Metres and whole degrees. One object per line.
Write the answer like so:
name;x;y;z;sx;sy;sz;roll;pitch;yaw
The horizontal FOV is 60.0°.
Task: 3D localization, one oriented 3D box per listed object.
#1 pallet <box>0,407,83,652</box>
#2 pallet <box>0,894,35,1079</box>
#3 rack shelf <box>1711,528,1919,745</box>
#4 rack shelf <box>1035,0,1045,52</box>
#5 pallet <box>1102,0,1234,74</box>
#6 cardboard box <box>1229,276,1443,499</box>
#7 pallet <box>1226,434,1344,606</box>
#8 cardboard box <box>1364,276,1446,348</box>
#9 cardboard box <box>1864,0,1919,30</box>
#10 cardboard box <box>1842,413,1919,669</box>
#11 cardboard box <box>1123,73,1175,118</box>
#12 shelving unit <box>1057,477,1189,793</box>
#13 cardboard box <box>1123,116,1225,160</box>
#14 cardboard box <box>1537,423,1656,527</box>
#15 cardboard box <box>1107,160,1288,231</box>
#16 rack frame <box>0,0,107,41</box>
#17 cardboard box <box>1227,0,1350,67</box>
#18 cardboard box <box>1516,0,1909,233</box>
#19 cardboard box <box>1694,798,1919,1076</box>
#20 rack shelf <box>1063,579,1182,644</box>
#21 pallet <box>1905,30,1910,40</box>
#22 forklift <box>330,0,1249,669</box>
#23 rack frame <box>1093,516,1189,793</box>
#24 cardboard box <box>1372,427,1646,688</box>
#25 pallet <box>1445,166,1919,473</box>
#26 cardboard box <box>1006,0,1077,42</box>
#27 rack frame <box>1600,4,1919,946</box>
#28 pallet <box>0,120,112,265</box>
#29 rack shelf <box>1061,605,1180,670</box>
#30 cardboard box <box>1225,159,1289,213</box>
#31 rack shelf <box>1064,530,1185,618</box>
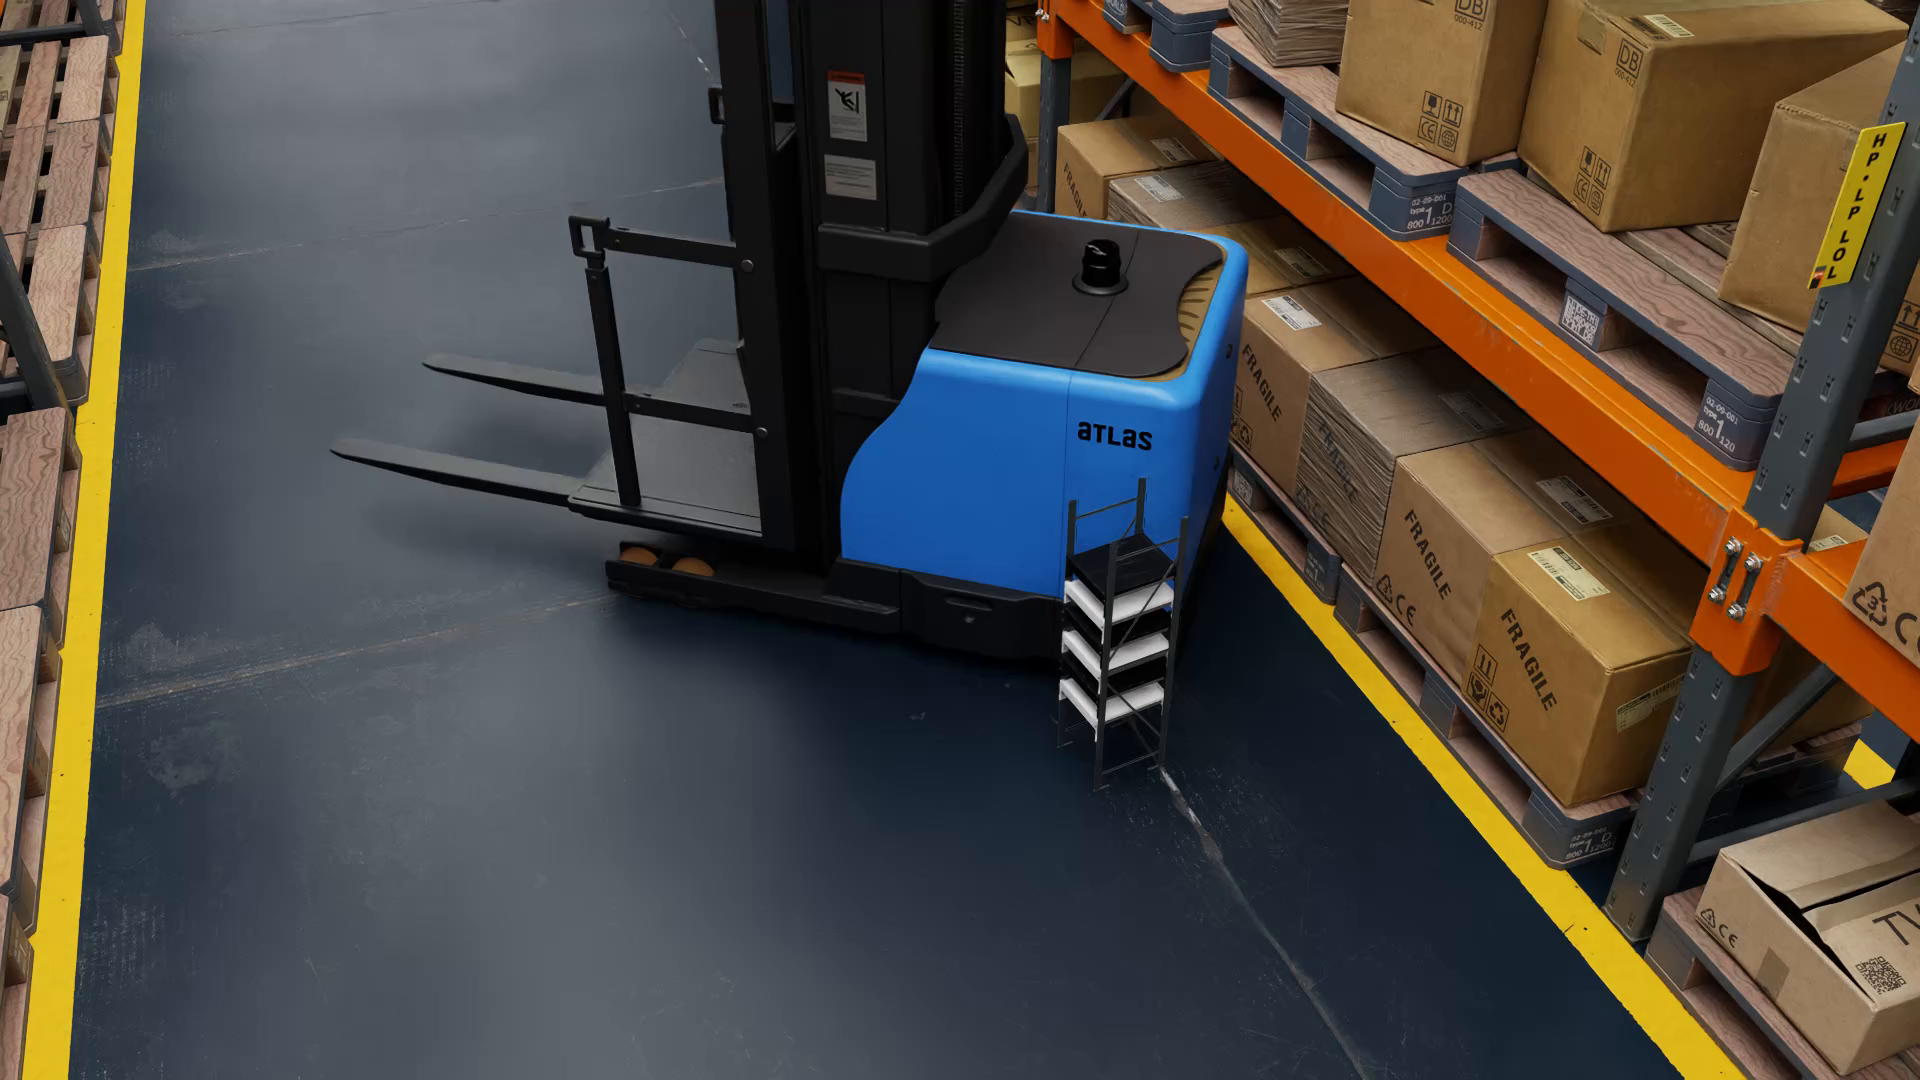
pallet;-3.518;0.037;5.525;1.003;0.211;1.213;-12;39;-16
pallet;-2.678;1.415;3.695;1.003;0.211;1.213;-12;39;-16
rack shelf;2.889;1.140;2.341;1.077;0.370;4.000;-12;39;-16
rack shelf;0.136;-3.379;8.341;1.077;0.370;4.000;-12;39;-16
pallet;1.123;-2.092;6.194;1.213;0.211;1.003;-12;39;-16
cardboard box;1.250;-0.525;5.666;0.500;0.500;0.500;-14;39;-17
pallet;1.461;-0.305;5.980;1.003;0.211;1.213;-12;39;-16
cardboard box;1.730;-0.647;5.828;0.500;0.500;0.500;-14;39;-18
cardboard box;5.177;-3.138;9.135;0.700;0.500;0.500;-12;39;-15
cardboard box;2.120;0.027;3.138;0.500;0.500;0.500;-11;38;-15
cardboard box;0.919;-2.187;7.631;0.500;0.311;0.500;-11;38;-14
shelving unit;0.442;0.278;4.632;0.258;0.900;0.210;-18;40;-22
cardboard box;0.919;-1.963;7.799;0.500;0.250;0.500;-13;39;-16
cardboard box;2.069;-0.077;5.071;0.500;0.500;0.500;-12;39;-15
cardboard box;0.898;-1.103;6.434;0.500;0.500;0.500;-14;39;-18
rack frame;-5.205;-3.773;8.266;1.000;3.000;0.127;-12;39;-16
cardboard box;1.282;-1.856;5.289;0.700;0.500;0.500;-6;37;-7
cardboard box;1.951;-1.174;4.384;0.700;0.500;0.500;-7;37;-9
cardboard box;2.142;0.903;3.927;0.500;0.311;0.500;-12;39;-16
rack shelf;0.442;0.161;4.544;0.258;0.077;0.200;-18;40;-22
pallet;5.206;-2.893;9.415;1.003;0.211;1.213;-12;39;-16
forklift;-0.655;-1.240;4.960;3.031;2.935;1.130;10;38;13
rack frame;0.490;0.332;4.561;0.240;0.900;0.006;-18;40;-22
cardboard box;1.599;0.045;4.909;0.500;0.500;0.500;-12;39;-16
pallet;2.028;-0.675;4.312;1.003;0.211;1.213;-12;39;-16
cardboard box;0.227;-2.367;7.870;0.500;0.311;0.500;-13;39;-17
rack frame;2.200;-0.277;3.625;1.000;3.000;0.127;-12;39;-16
pallet;-4.474;-1.533;7.610;1.003;0.211;1.213;-12;39;-16
rack shelf;0.442;0.233;4.598;0.258;0.077;0.200;-18;40;-22
cardboard box;1.366;-1.234;6.608;0.500;0.500;0.500;-11;38;-14
rack shelf;0.442;0.089;4.490;0.258;0.077;0.200;-18;40;-22
